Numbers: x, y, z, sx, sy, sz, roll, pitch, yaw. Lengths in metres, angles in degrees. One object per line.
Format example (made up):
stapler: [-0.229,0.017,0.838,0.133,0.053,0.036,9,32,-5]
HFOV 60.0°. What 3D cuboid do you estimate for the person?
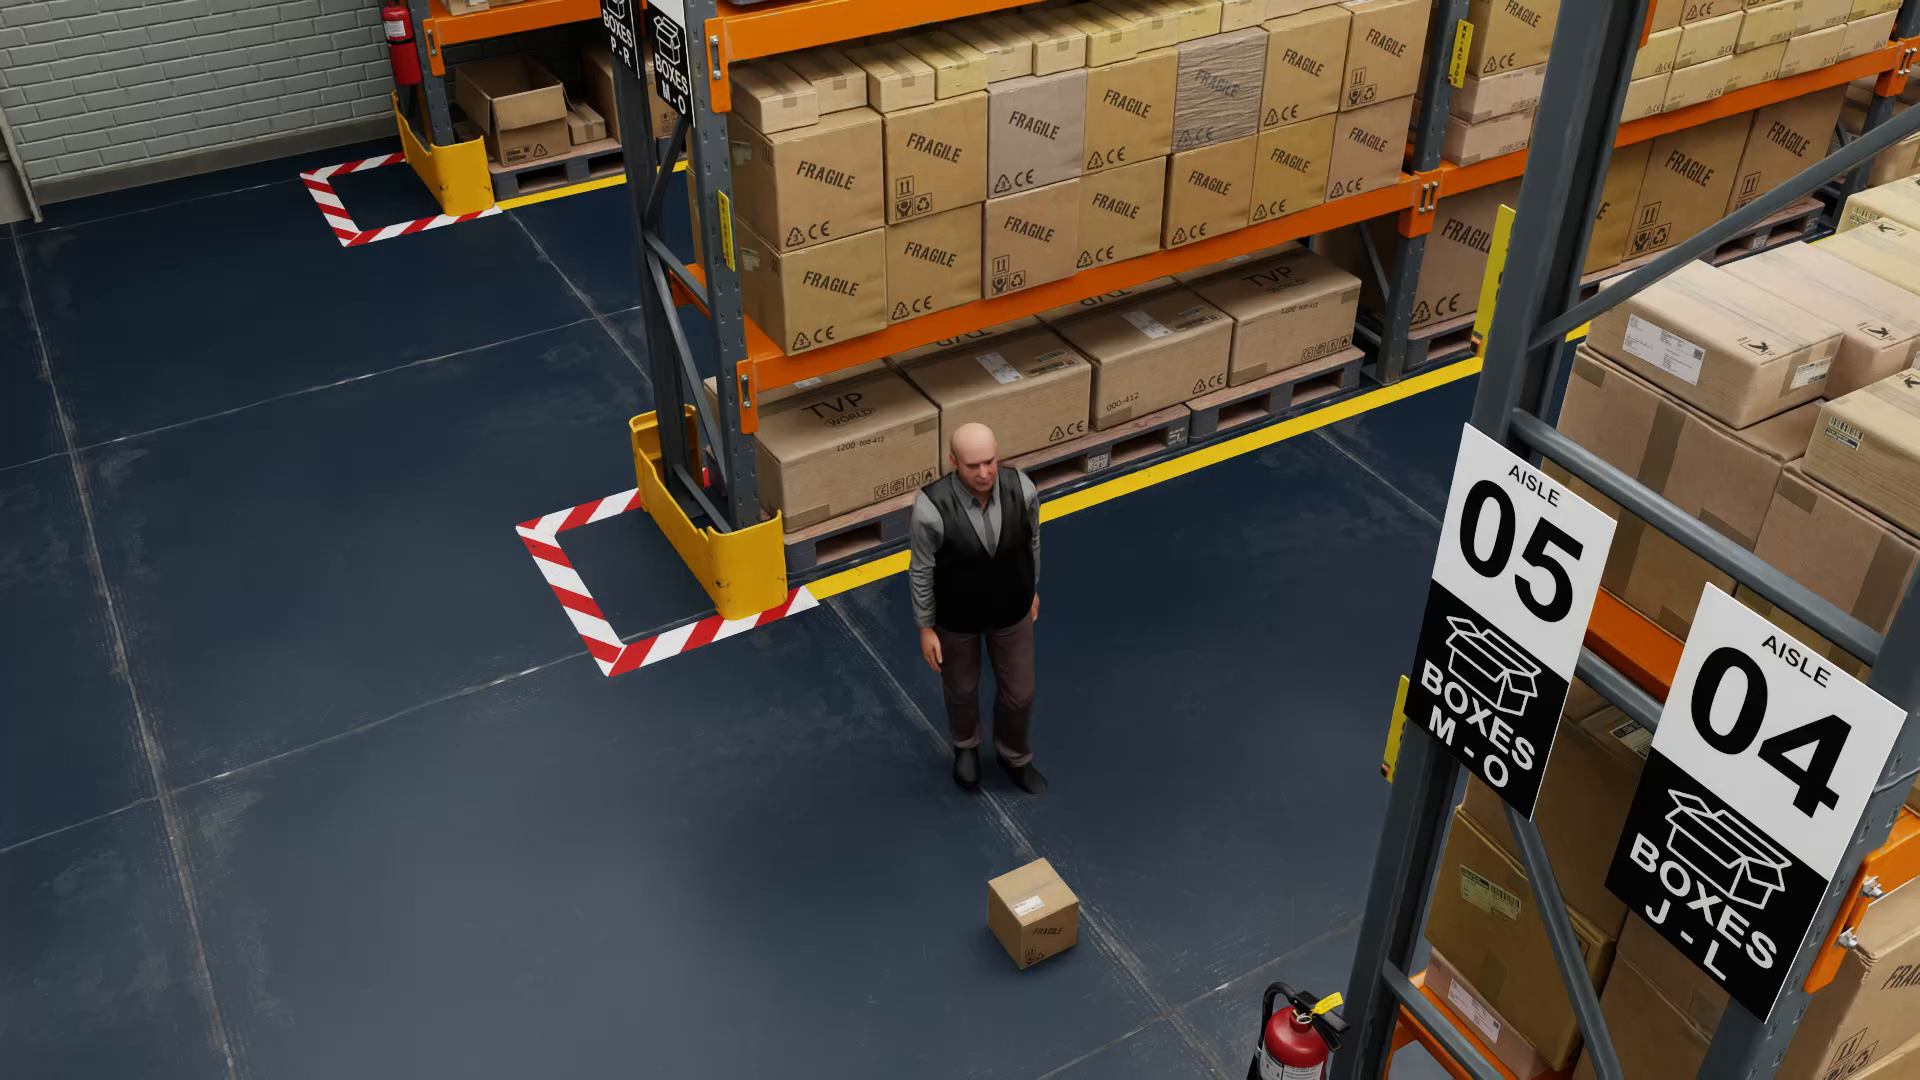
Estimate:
person: [0.086,0.350,6.497,0.556,1.771,0.522,-9,38,-12]
